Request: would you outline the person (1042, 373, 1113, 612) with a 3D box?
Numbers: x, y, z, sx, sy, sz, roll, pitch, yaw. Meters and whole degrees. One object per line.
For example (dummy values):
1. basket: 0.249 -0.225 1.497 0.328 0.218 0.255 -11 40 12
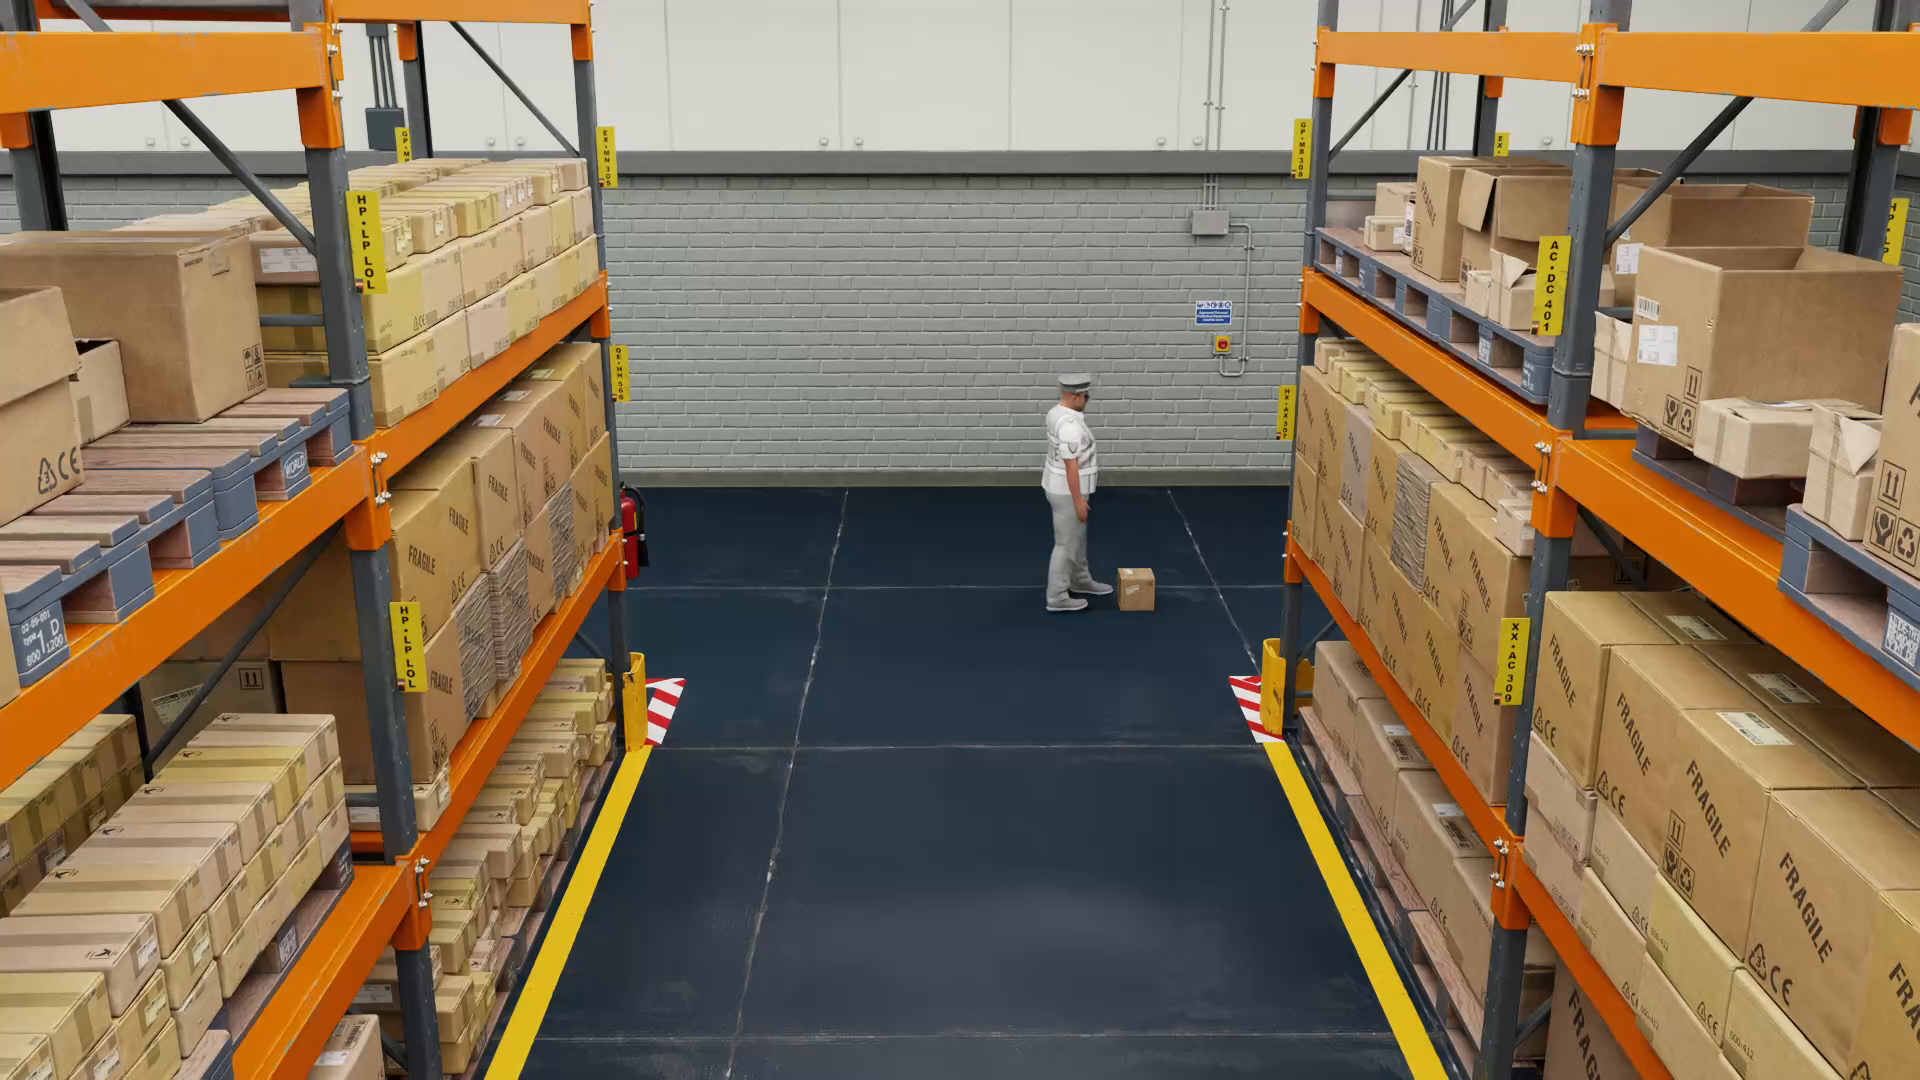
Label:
1. person: 0.904 -0.362 12.200 0.590 1.742 0.569 -3 17 -8
